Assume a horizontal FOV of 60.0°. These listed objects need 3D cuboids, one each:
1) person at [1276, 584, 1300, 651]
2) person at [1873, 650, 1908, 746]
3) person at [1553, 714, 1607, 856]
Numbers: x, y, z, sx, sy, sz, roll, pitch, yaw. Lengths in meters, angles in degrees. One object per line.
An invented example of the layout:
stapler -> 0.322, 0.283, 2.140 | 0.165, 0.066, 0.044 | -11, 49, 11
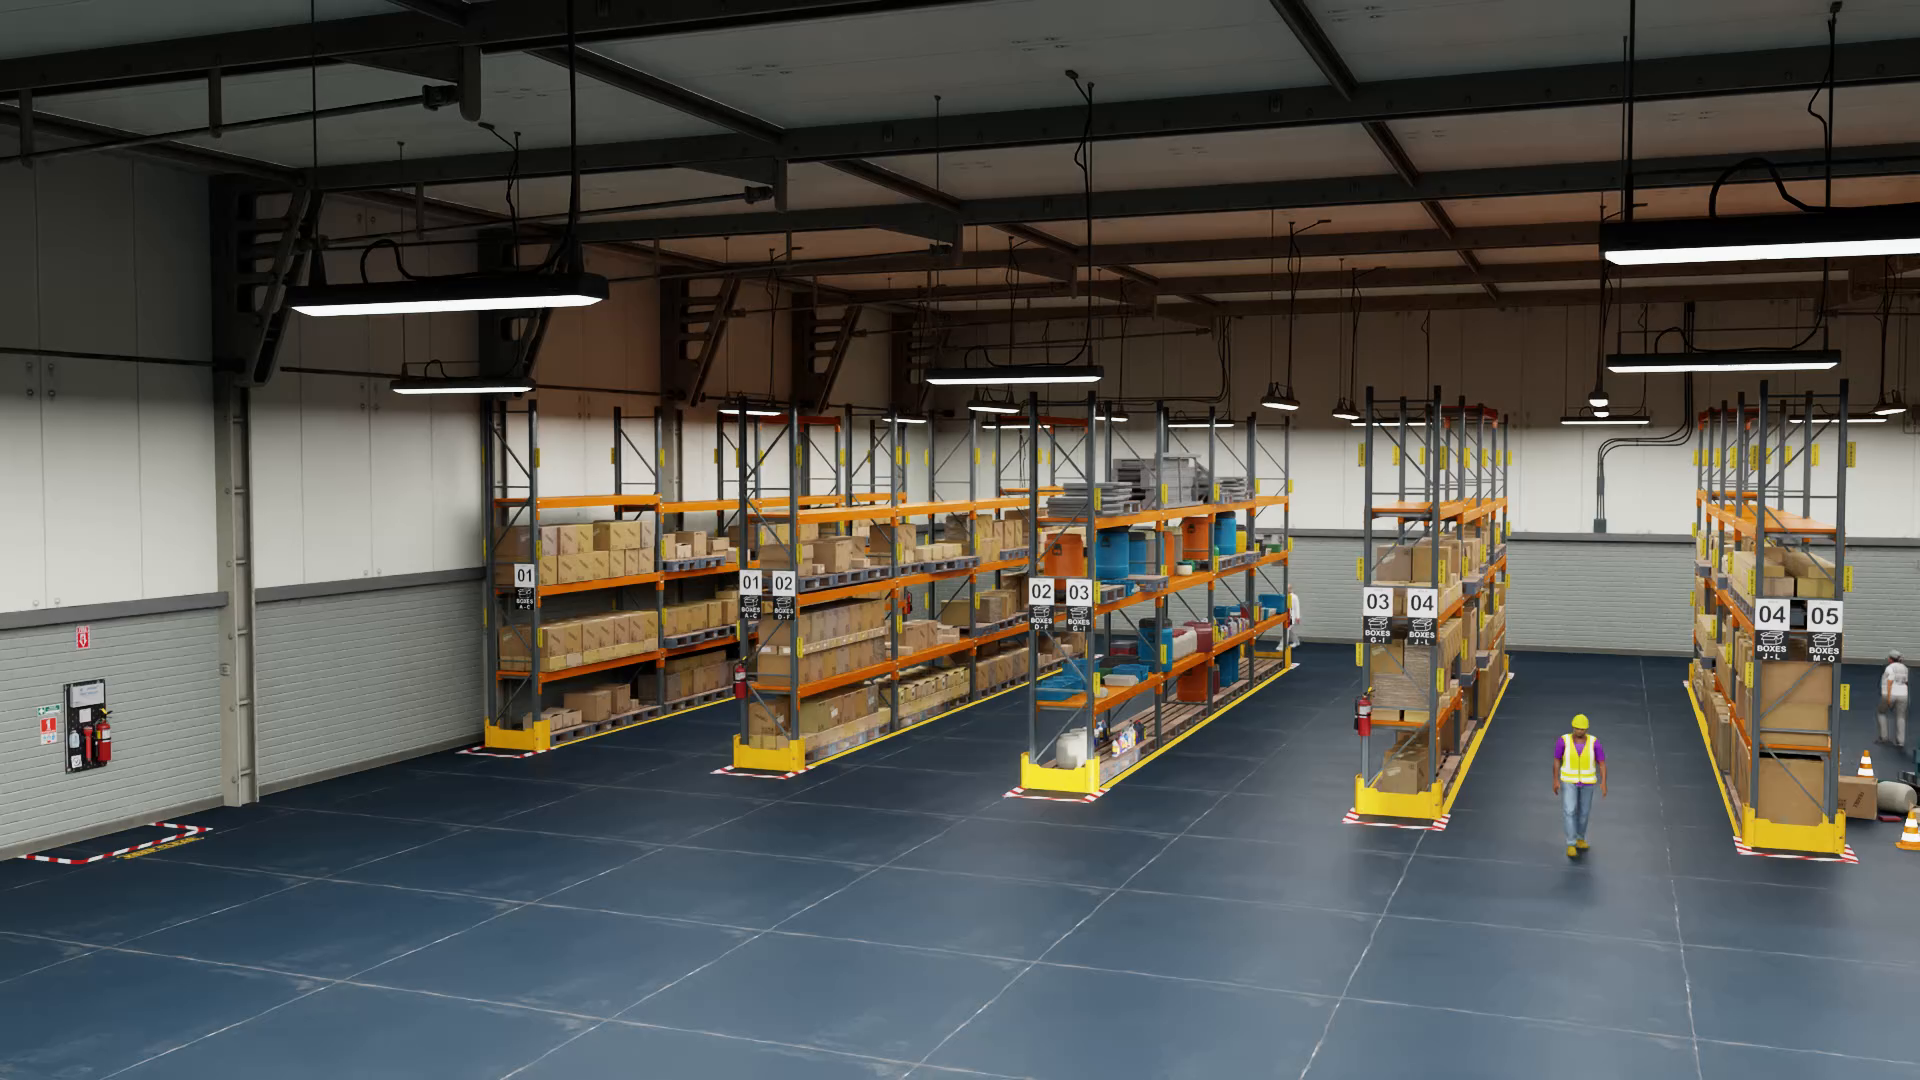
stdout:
person -> 8.501, 2.000, 43.089 | 1.202, 1.720, 0.598 | -2, 4, -40
person -> 16.240, 2.759, 28.884 | 0.502, 1.669, 0.621 | 0, 3, 9
person -> 7.844, 3.073, 21.029 | 0.627, 1.745, 0.801 | 1, 3, 14
